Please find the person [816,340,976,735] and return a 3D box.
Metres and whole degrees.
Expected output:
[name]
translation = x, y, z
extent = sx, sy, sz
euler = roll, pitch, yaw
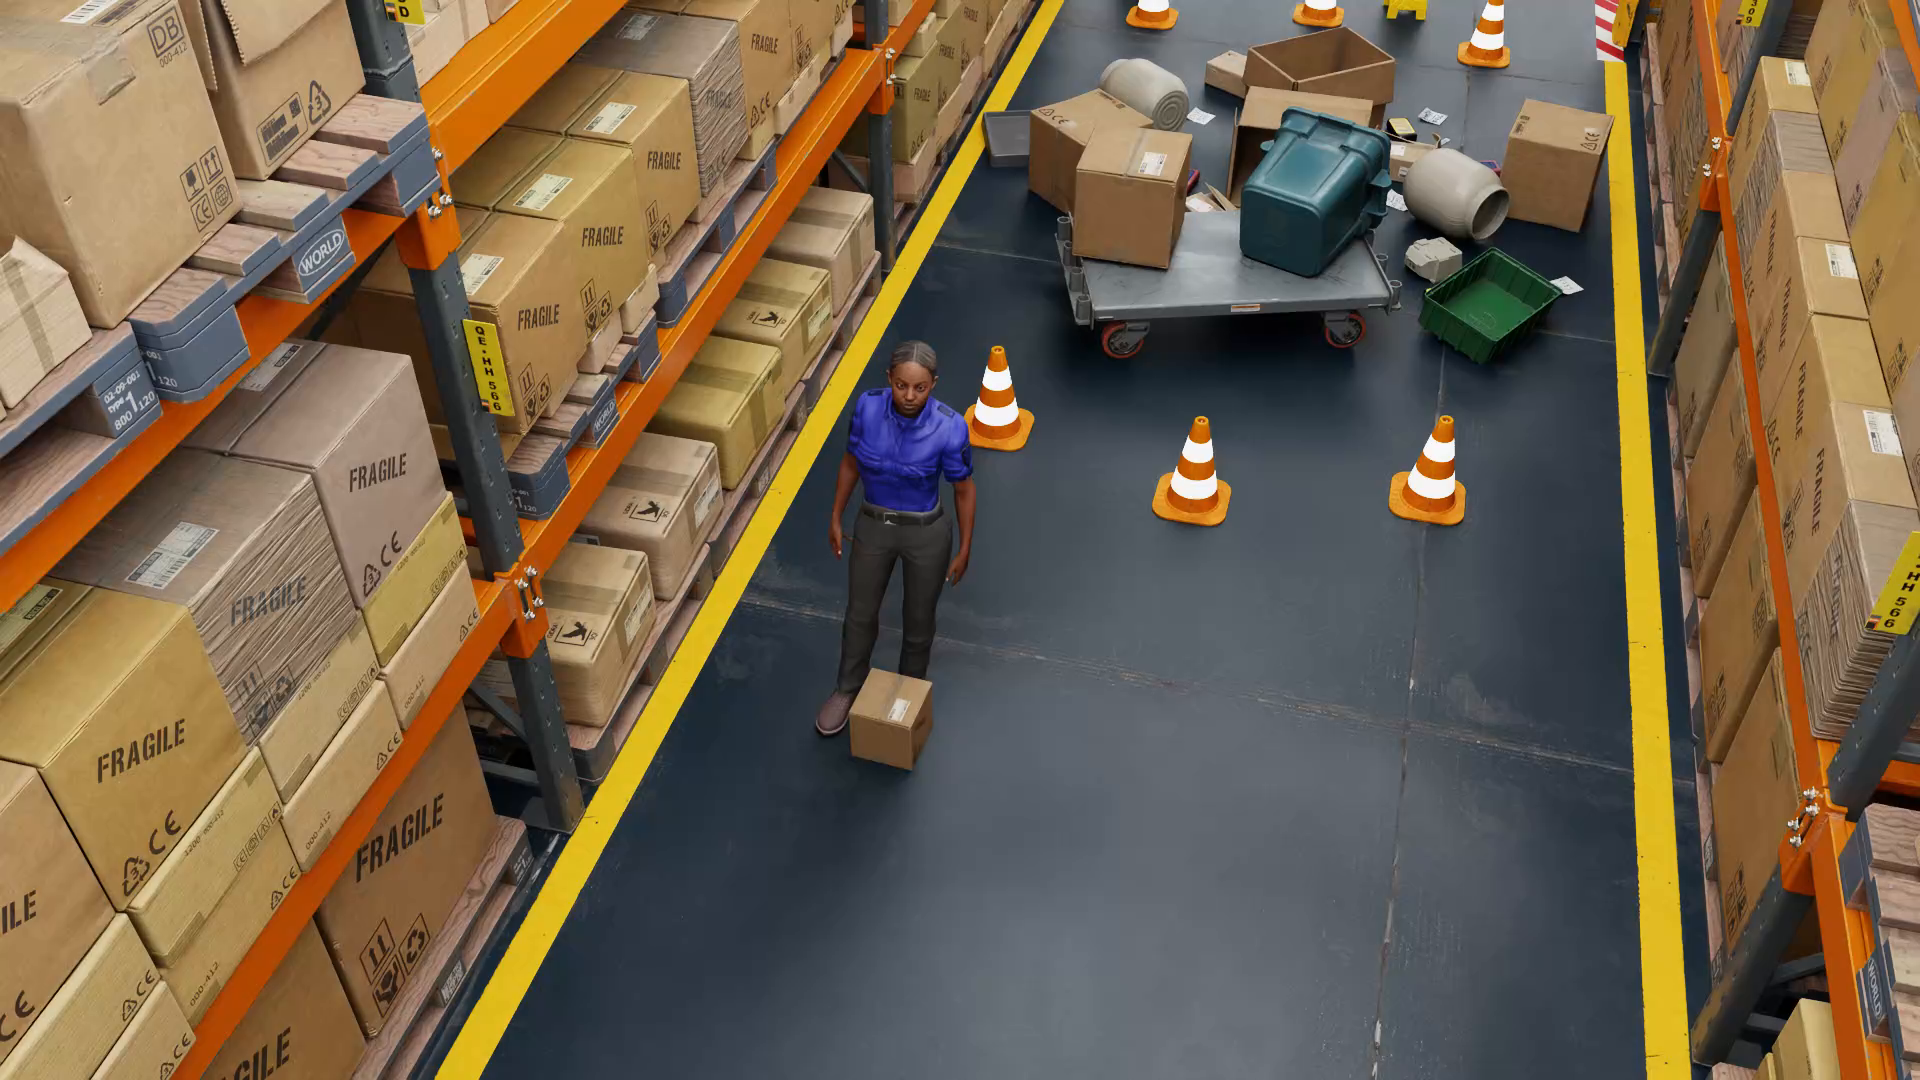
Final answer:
[person]
translation = -0.246, 0.030, 6.114
extent = 0.568, 1.655, 0.503
euler = 10, 42, 11
